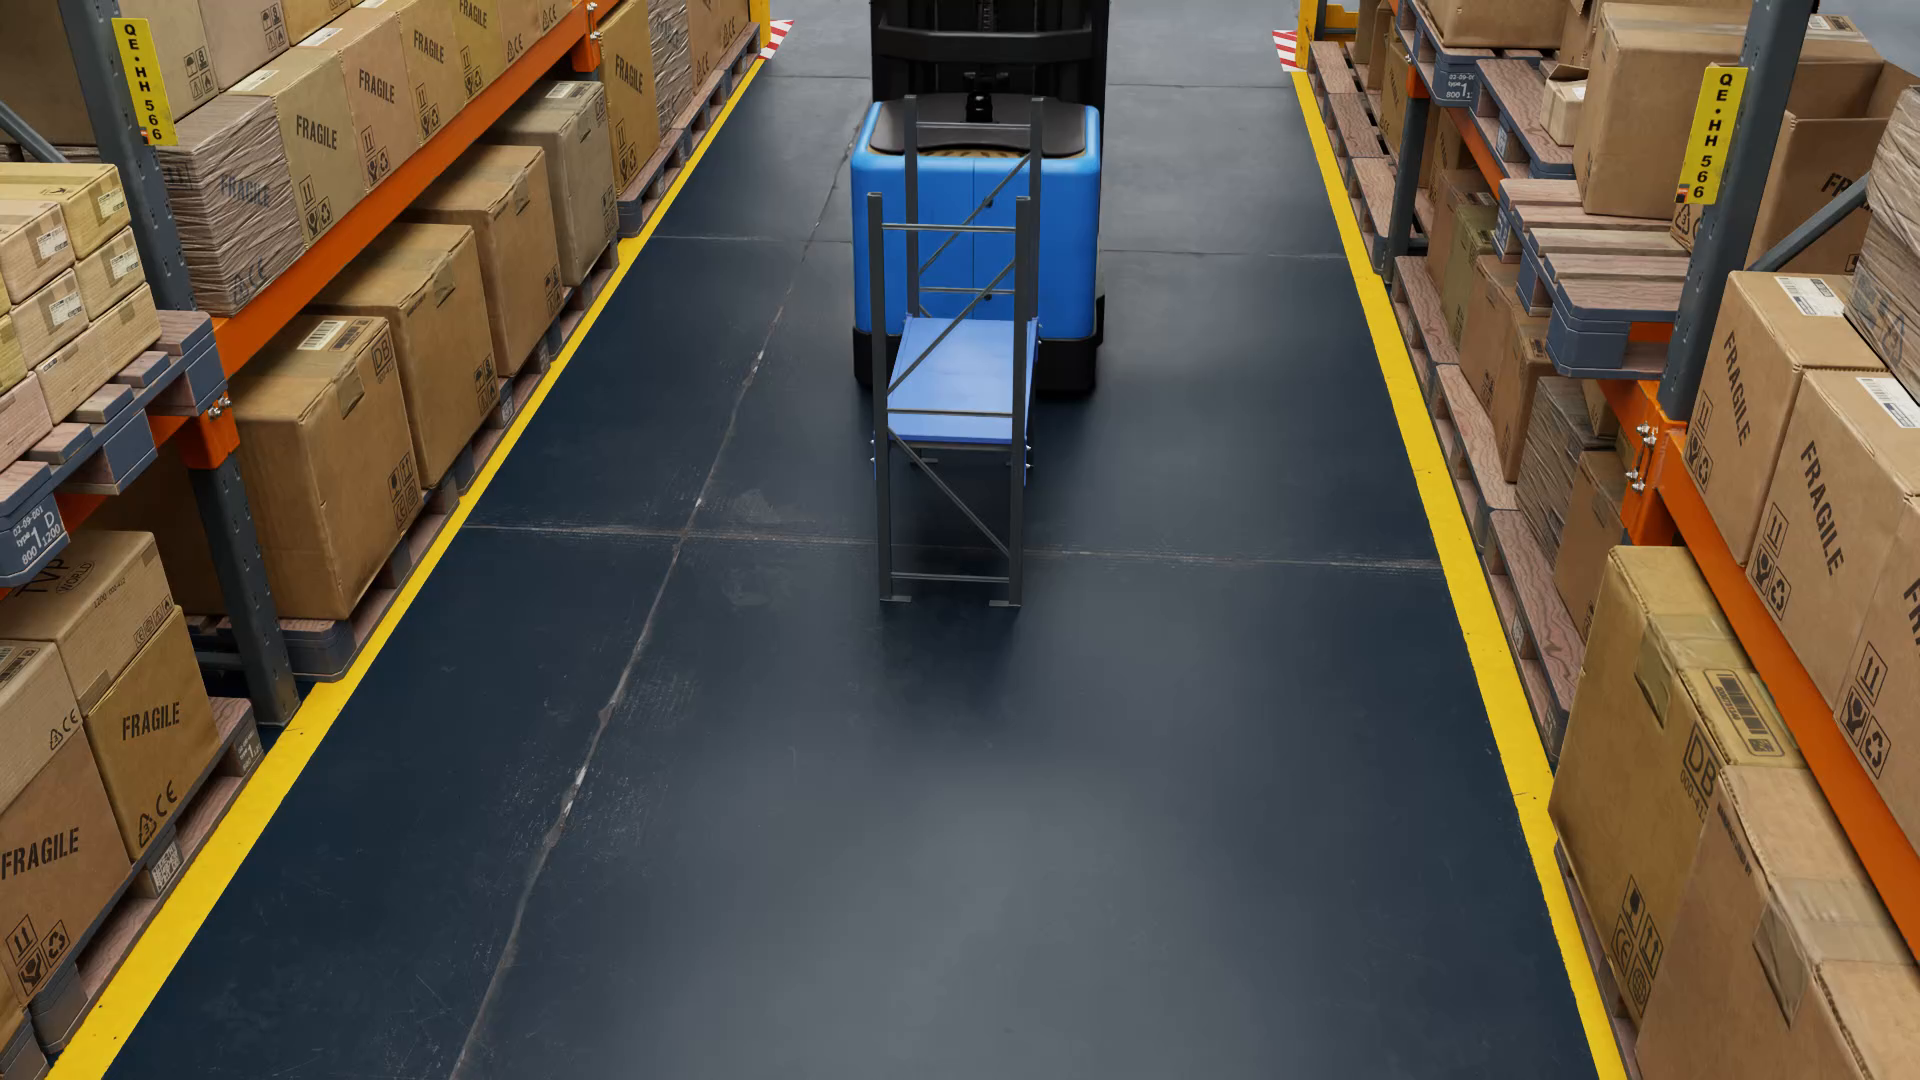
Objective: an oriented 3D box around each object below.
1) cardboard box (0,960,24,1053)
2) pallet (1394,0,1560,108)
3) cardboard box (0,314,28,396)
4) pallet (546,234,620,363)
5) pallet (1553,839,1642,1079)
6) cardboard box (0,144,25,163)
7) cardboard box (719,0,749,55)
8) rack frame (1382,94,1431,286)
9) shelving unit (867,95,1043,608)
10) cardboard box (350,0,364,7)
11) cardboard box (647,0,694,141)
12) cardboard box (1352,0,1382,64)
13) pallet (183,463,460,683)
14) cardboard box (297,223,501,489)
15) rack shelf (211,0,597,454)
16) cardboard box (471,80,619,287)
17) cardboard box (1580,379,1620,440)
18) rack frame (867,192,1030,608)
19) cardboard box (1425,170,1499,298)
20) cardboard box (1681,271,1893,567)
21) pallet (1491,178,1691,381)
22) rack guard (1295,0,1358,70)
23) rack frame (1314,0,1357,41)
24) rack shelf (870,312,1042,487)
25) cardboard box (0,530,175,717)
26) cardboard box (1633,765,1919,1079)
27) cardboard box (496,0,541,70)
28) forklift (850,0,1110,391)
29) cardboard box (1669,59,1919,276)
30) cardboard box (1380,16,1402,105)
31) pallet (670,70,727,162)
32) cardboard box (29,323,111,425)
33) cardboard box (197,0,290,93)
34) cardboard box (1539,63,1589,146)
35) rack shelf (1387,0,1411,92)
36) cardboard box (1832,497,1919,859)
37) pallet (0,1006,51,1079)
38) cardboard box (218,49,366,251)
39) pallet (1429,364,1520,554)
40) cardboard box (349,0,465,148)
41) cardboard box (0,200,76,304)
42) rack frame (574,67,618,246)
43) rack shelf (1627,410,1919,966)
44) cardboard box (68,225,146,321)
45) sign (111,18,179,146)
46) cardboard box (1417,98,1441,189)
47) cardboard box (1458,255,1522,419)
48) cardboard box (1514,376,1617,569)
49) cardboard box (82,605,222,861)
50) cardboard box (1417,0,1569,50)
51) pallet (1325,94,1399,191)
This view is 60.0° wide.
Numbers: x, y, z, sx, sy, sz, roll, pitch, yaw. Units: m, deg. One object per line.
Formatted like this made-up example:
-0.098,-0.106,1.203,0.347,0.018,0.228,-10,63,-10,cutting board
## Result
-2.499,1.059,3.655,0.500,0.500,0.500,1,32,2,cardboard box
2.421,-2.082,6.953,1.003,0.211,1.213,2,32,4,pallet
-2.258,-0.374,3.553,0.380,0.149,0.250,3,32,5,cardboard box
-2.295,-1.228,8.042,1.003,0.211,1.213,2,32,4,pallet
2.163,1.130,4.215,1.003,0.211,1.213,2,32,4,pallet
-2.864,-1.020,4.951,0.500,0.500,0.500,2,32,4,cardboard box
-1.971,-3.830,11.231,0.875,0.875,0.875,3,32,4,cardboard box
2.628,-2.557,7.541,1.000,3.000,0.127,2,32,4,rack frame
0.007,-0.683,5.929,0.538,1.500,1.048,2,32,4,shelving unit
-2.466,-2.233,5.966,0.700,0.500,0.500,2,32,3,cardboard box
-2.117,-2.894,9.711,0.875,0.875,0.875,3,32,4,cardboard box
2.886,-3.438,10.952,0.500,0.500,0.500,8,33,13,cardboard box
-2.494,0.048,5.971,1.003,0.211,1.213,2,32,4,pallet
-2.426,-0.723,6.309,1.050,0.750,0.750,3,32,5,cardboard box
-2.470,-1.470,6.462,1.077,0.370,4.000,2,32,4,rack shelf
-2.268,-1.715,7.917,1.050,0.750,0.750,2,32,4,cardboard box
2.360,-0.538,5.512,0.500,0.250,0.500,6,32,10,cardboard box
-0.034,-0.417,5.498,0.500,1.500,0.032,2,32,4,rack frame
2.557,-1.360,7.562,0.700,0.500,0.500,0,32,0,cardboard box
1.992,-0.266,3.727,0.500,0.500,0.500,3,32,5,cardboard box
2.254,-0.761,4.809,1.213,0.211,1.003,2,32,4,pallet
2.948,-3.545,11.526,1.175,0.500,0.348,2,32,4,rack guard
2.954,-4.649,10.935,1.000,3.000,0.127,2,32,4,rack frame
0.007,-0.530,6.023,0.538,0.185,1.000,2,32,4,rack shelf
-2.427,0.205,4.327,0.500,0.250,0.500,2,32,3,cardboard box
2.145,1.086,3.254,1.225,0.875,0.875,3,32,4,cardboard box
-2.124,-2.316,7.054,0.500,0.500,0.500,2,32,3,cardboard box
0.151,-2.634,7.731,1.130,2.935,3.031,2,32,3,forklift
2.306,-0.971,4.471,0.500,0.500,0.500,-1,32,-2,cardboard box
2.802,-2.797,9.912,0.500,0.500,0.500,5,32,9,cardboard box
-2.071,-2.669,10.380,1.003,0.211,1.213,2,32,4,pallet
-2.237,-0.395,3.871,0.380,0.149,0.250,2,32,4,cardboard box
-2.547,-1.698,5.097,0.700,0.500,0.500,2,32,3,cardboard box
2.169,-1.471,5.505,0.396,0.266,0.258,2,32,3,cardboard box
2.791,-3.297,9.426,1.077,0.370,4.000,2,32,4,rack shelf
1.914,0.272,2.854,0.500,0.500,0.500,2,32,3,cardboard box
-2.800,1.501,3.612,1.003,0.211,1.213,2,32,4,pallet
-2.289,-1.262,5.344,0.500,0.500,0.500,2,32,4,cardboard box
2.469,-0.323,6.574,1.003,0.211,1.213,2,32,4,pallet
-2.204,-1.786,6.194,0.500,0.500,0.500,2,32,3,cardboard box
-2.239,-0.648,3.715,0.380,0.149,0.250,2,32,3,cardboard box
-2.307,-2.822,7.970,1.000,3.000,0.127,2,32,4,rack frame
2.140,0.886,2.638,1.077,0.370,4.000,2,32,4,rack shelf
-2.219,-0.651,4.003,0.380,0.149,0.250,3,32,5,cardboard box
-2.091,-1.171,4.264,0.100,0.325,0.005,2,32,4,sign
2.740,-2.179,8.909,0.500,0.500,0.500,13,34,19,cardboard box
2.454,-0.819,6.683,0.700,0.500,0.500,0,32,0,cardboard box
2.369,-0.231,5.728,0.700,0.500,0.500,0,32,0,cardboard box
-2.426,0.510,4.545,0.500,0.500,0.500,2,32,4,cardboard box
2.424,-2.582,6.609,1.000,1.000,1.000,3,32,4,cardboard box
2.744,-2.363,9.883,1.003,0.211,1.213,2,32,4,pallet
